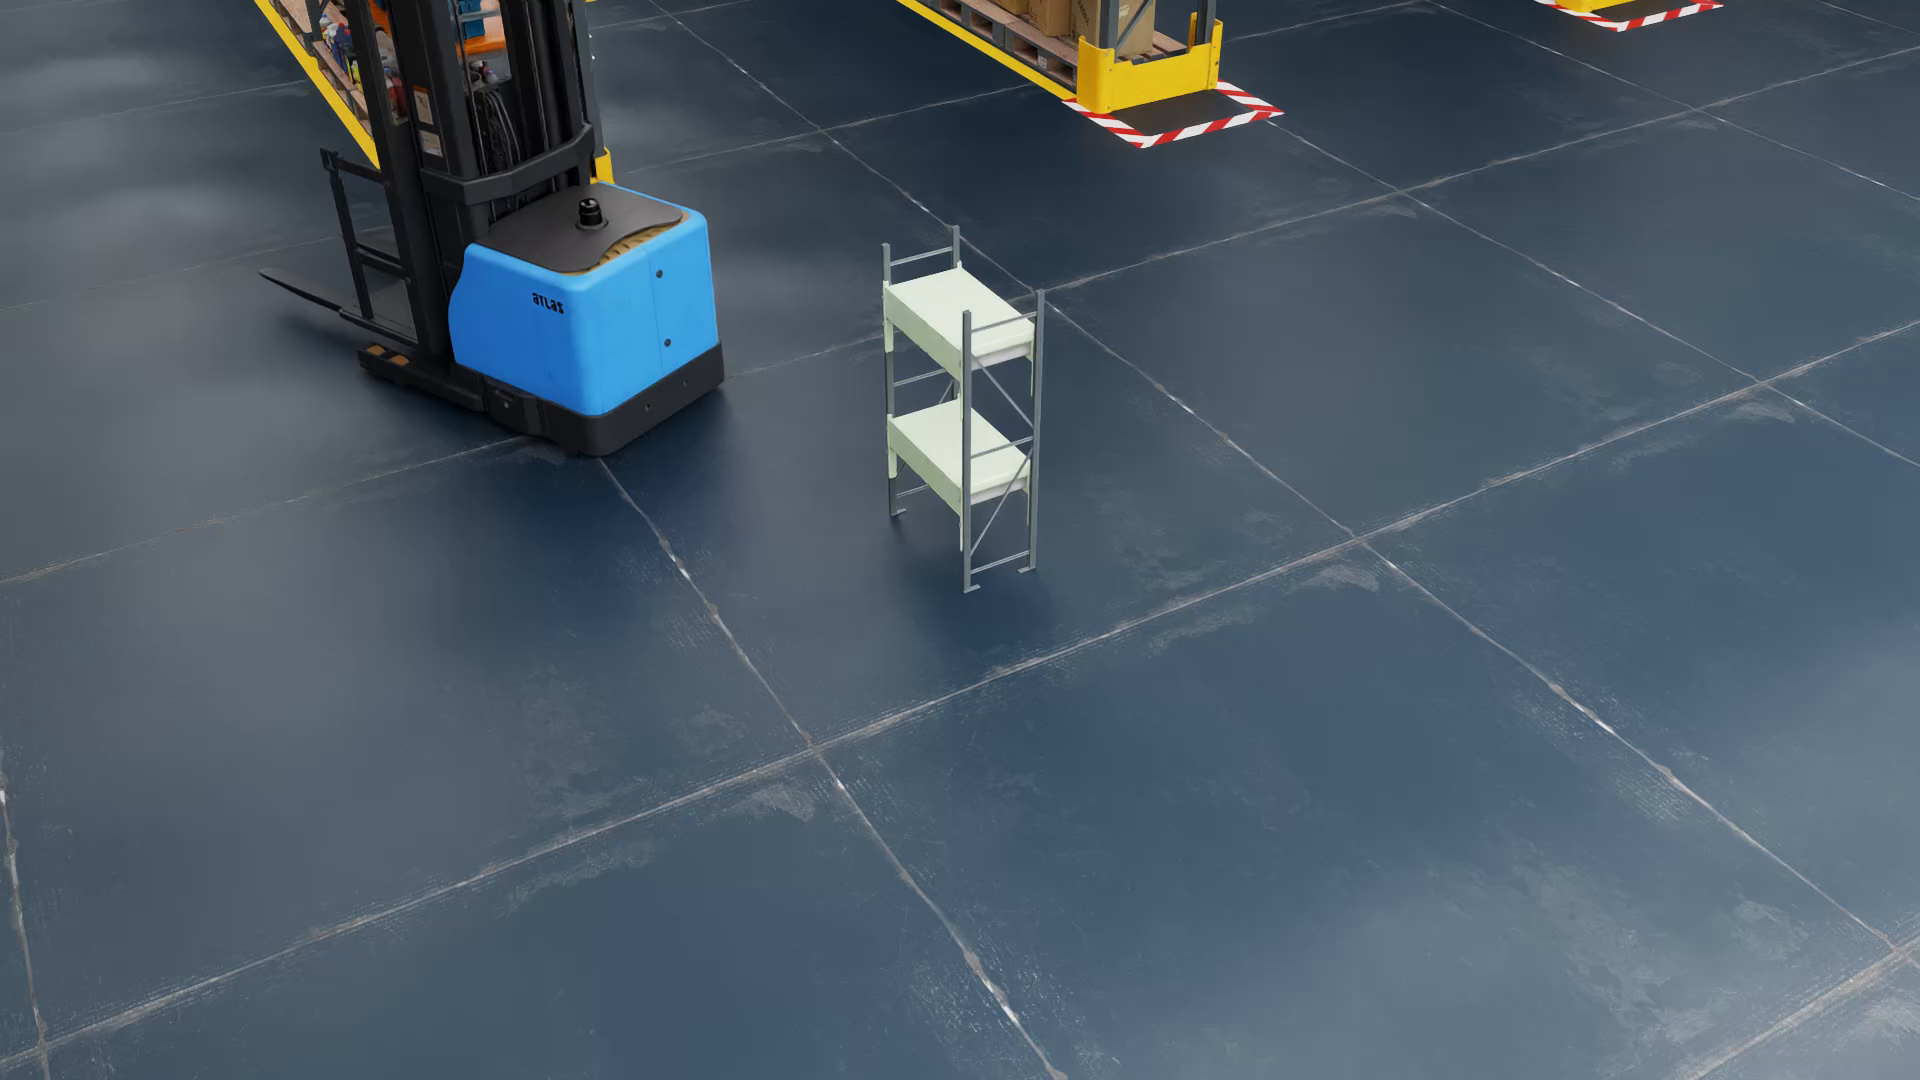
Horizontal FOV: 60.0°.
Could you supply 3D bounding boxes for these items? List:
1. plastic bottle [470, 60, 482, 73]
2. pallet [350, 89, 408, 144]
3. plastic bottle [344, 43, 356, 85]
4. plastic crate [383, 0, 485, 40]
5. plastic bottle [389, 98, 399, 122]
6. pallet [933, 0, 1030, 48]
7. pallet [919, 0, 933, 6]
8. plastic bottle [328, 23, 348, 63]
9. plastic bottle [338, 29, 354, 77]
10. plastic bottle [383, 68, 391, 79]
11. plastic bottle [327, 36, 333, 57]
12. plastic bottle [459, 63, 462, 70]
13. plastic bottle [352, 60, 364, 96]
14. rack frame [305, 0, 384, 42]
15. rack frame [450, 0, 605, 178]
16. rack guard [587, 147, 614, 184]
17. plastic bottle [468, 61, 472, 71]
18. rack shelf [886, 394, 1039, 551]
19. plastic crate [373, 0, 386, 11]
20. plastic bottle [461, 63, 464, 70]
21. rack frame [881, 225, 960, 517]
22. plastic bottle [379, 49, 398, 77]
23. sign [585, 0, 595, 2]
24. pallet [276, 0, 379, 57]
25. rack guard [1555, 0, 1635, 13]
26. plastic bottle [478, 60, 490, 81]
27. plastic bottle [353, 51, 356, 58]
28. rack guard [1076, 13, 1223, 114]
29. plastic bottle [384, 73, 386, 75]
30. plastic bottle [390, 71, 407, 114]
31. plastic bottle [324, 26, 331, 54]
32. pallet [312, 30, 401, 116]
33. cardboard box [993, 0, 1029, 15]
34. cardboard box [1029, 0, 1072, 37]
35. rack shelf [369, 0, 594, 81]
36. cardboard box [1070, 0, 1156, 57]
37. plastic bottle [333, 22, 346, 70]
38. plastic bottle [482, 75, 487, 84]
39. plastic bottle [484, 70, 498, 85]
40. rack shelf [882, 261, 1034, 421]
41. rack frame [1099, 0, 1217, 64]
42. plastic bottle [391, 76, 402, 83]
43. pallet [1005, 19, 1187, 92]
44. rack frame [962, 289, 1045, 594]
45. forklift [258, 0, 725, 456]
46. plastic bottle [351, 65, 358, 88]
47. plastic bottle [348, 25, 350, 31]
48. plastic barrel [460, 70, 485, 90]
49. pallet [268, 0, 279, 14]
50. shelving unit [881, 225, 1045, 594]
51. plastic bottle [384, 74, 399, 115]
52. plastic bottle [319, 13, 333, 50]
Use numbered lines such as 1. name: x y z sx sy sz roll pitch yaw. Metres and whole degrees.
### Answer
1. plastic bottle: -3.589 -3.473 12.403 0.097 0.271 0.097 0 36 0
2. pallet: -3.867 -3.142 12.373 1.003 0.211 1.213 -19 40 -24
3. plastic bottle: -4.597 -3.599 12.564 0.061 0.283 0.133 -17 39 -22
4. plastic crate: -3.286 -3.312 10.368 0.499 0.251 0.616 -19 40 -24
5. plastic bottle: -4.078 -3.060 11.896 0.097 0.201 0.097 0 36 0
6. pallet: 0.482 -4.632 14.414 1.003 0.211 1.213 -19 40 -24
7. pallet: -0.135 -5.255 15.266 1.003 0.211 1.213 -19 40 -24
8. plastic bottle: -4.818 -3.874 12.948 0.152 0.276 0.135 -17 40 -22
9. plastic bottle: -4.644 -3.723 12.677 0.144 0.351 0.185 -21 41 -26
10. plastic bottle: -4.254 -3.409 12.374 0.097 0.201 0.097 0 36 0
11. plastic bottle: -4.902 -3.897 13.042 0.097 0.201 0.097 0 36 0
12. plastic bottle: -3.793 -3.652 12.706 0.097 0.201 0.097 0 36 0
13. plastic bottle: -4.430 -3.506 12.380 0.144 0.351 0.185 -19 40 -24
14. rack frame: -4.785 -5.246 12.889 1.000 3.000 0.127 -19 40 -24
15. rack frame: -2.776 -3.206 10.096 1.000 3.000 0.127 -19 40 -24
16. rack guard: -2.855 -2.221 10.867 1.175 0.500 0.348 -19 40 -24
17. plastic bottle: -3.640 -3.524 12.473 0.097 0.271 0.097 0 36 0
18. rack shelf: 0.003 -0.339 7.995 0.431 0.370 0.720 -19 40 -24
19. plastic crate: -3.607 -3.645 10.824 0.499 0.251 0.408 -19 40 -24
20. plastic bottle: -3.742 -3.628 12.614 0.097 0.271 0.097 0 36 0
21. rack frame: -0.181 -0.789 8.059 0.400 1.500 0.023 -19 40 -24
22. plastic bottle: -4.315 -3.533 12.480 0.152 0.276 0.135 -19 40 -24
23. sign: -2.298 -3.478 10.235 0.100 0.325 0.005 -19 40 -24
24. pallet: -5.214 -4.509 14.244 1.003 0.211 1.213 -19 40 -24
25. rack guard: 5.858 -5.070 14.768 1.175 0.500 0.348 -19 40 -24
26. plastic bottle: -3.515 -3.424 12.325 0.061 0.283 0.133 -18 40 -23
27. plastic bottle: -4.538 -3.627 12.613 0.097 0.271 0.097 0 36 0
28. rack guard: 1.468 -3.703 12.896 1.175 0.500 0.348 -19 40 -24
29. plastic bottle: -4.250 -3.298 12.158 0.152 0.276 0.135 -20 41 -25
30. plastic bottle: -4.089 -3.262 12.103 0.061 0.283 0.133 -19 40 -24
31. plastic bottle: -4.953 -3.949 13.113 0.097 0.201 0.097 0 36 0
32. pallet: -4.484 -3.765 13.226 1.003 0.211 1.213 -19 40 -24
33. cardboard box: 0.579 -4.777 14.010 0.500 0.500 0.500 -15 39 -20
34. cardboard box: 0.877 -4.452 13.565 0.500 0.500 0.500 -9 37 -12
35. rack shelf: -3.781 -3.935 11.705 1.077 0.370 4.000 -19 40 -24
36. cardboard box: 1.207 -4.157 13.162 0.500 0.500 0.500 -12 38 -16
37. plastic bottle: -4.739 -3.819 12.809 0.144 0.351 0.185 -18 40 -23
38. plastic bottle: -3.469 -3.323 12.256 0.097 0.201 0.097 0 36 0
39. plastic bottle: -3.417 -3.299 12.163 0.097 0.271 0.097 0 36 0
40. rack shelf: 0.003 -0.917 7.573 0.431 0.370 0.720 -19 40 -24
41. rack frame: 1.507 -4.674 12.106 1.000 3.000 0.127 -19 40 -24
42. plastic bottle: -4.152 -3.314 12.244 0.097 0.201 0.097 0 36 0
43. pallet: 1.091 -4.011 13.563 1.003 0.211 1.213 -19 40 -24
44. rack frame: 0.187 -0.416 7.547 0.400 1.500 0.023 -19 40 -24
45. forklift: -2.832 -2.299 8.913 3.031 2.935 1.130 22 41 27
46. plastic bottle: -4.522 -3.511 12.514 0.097 0.201 0.097 0 36 0
47. plastic bottle: -4.727 -3.909 12.989 0.061 0.283 0.133 -19 40 -24
48. plastic barrel: -3.424 -2.939 11.485 0.421 0.512 0.421 0 36 0
49. pallet: -5.831 -5.131 15.097 1.003 0.211 1.213 -19 40 -24
50. shelving unit: 0.003 -0.602 7.803 0.431 1.500 0.755 -19 40 -24
51. plastic bottle: -4.181 -3.227 12.061 0.152 0.276 0.135 -19 40 -24
52. plastic bottle: -5.004 -4.029 13.164 0.097 0.271 0.097 0 36 0
